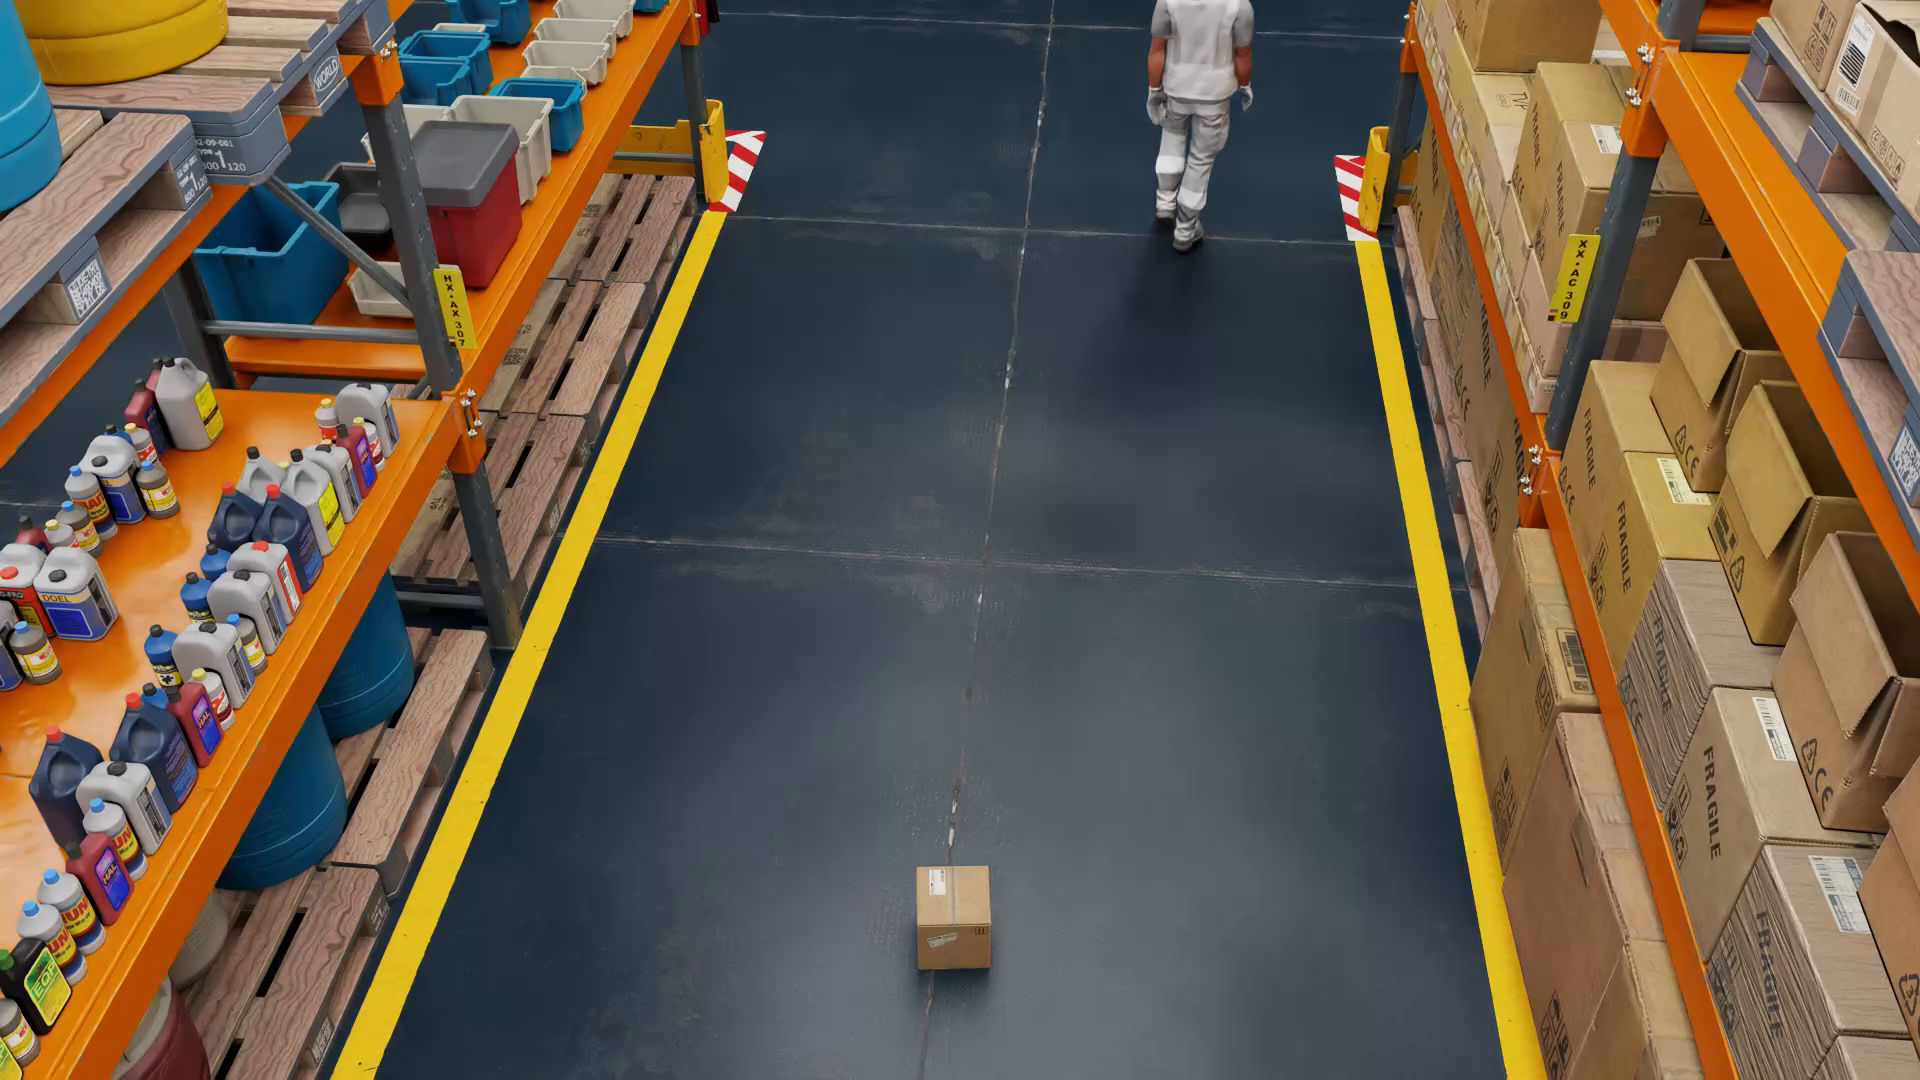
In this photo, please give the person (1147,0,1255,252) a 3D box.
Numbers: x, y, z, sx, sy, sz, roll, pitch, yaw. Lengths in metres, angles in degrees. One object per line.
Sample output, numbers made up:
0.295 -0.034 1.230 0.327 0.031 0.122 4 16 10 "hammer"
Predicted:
1.315 -2.451 9.070 0.553 1.814 0.481 12 41 14 "person"
